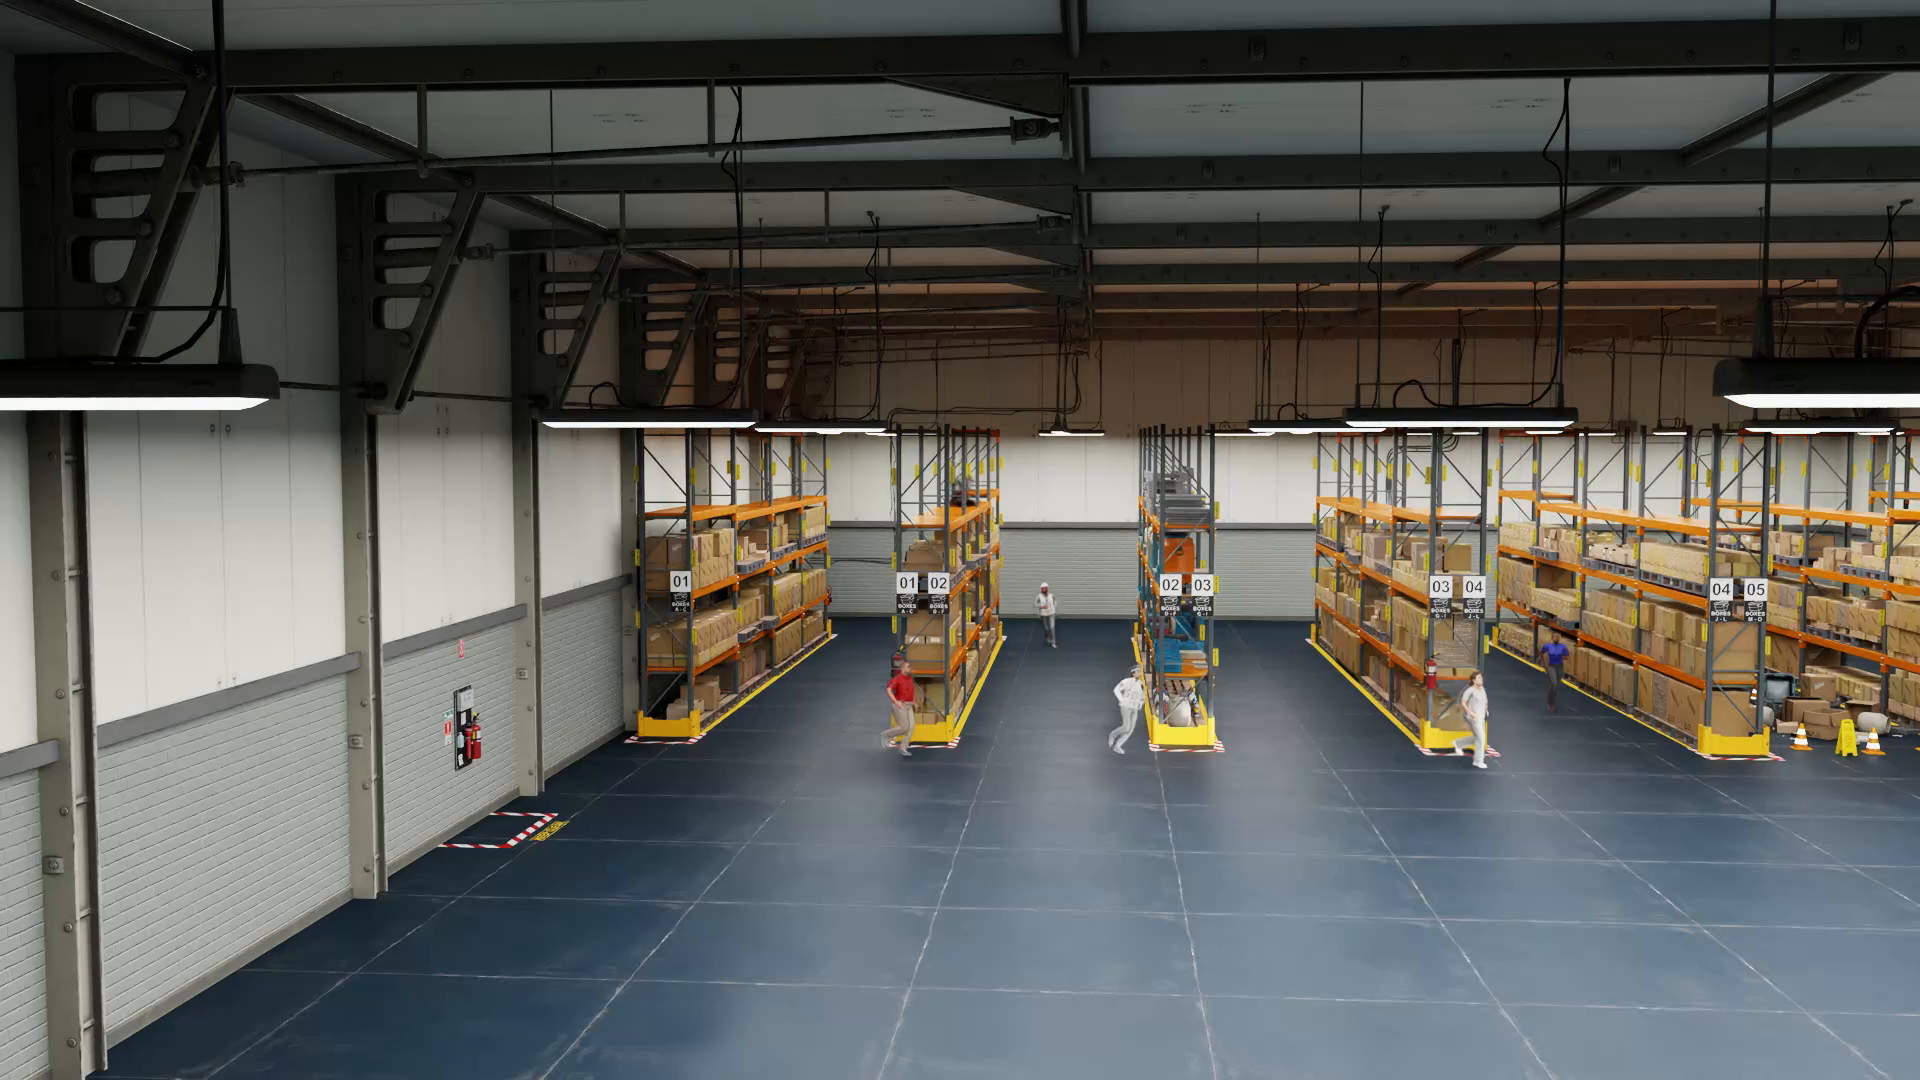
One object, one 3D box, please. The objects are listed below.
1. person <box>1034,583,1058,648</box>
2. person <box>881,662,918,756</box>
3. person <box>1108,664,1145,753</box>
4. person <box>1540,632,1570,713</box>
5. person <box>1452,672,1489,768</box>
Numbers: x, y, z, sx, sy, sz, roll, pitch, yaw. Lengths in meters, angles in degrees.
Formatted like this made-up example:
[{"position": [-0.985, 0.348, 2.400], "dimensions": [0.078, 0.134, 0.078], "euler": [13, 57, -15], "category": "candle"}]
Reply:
[{"position": [2.375, 2.072, 45.938], "dimensions": [0.692, 1.783, 0.884], "euler": [0, 3, -6], "category": "person"}, {"position": [-1.026, 3.052, 30.267], "dimensions": [0.674, 1.656, 0.706], "euler": [2, 4, 35], "category": "person"}, {"position": [3.103, 3.066, 30.417], "dimensions": [0.664, 1.609, 0.553], "euler": [-2, 4, -31], "category": "person"}, {"position": [12.532, 2.786, 34.997], "dimensions": [0.546, 1.725, 0.756], "euler": [0, 3, 0], "category": "person"}, {"position": [8.978, 3.130, 29.181], "dimensions": [0.582, 1.654, 0.742], "euler": [-3, 4, -38], "category": "person"}]
